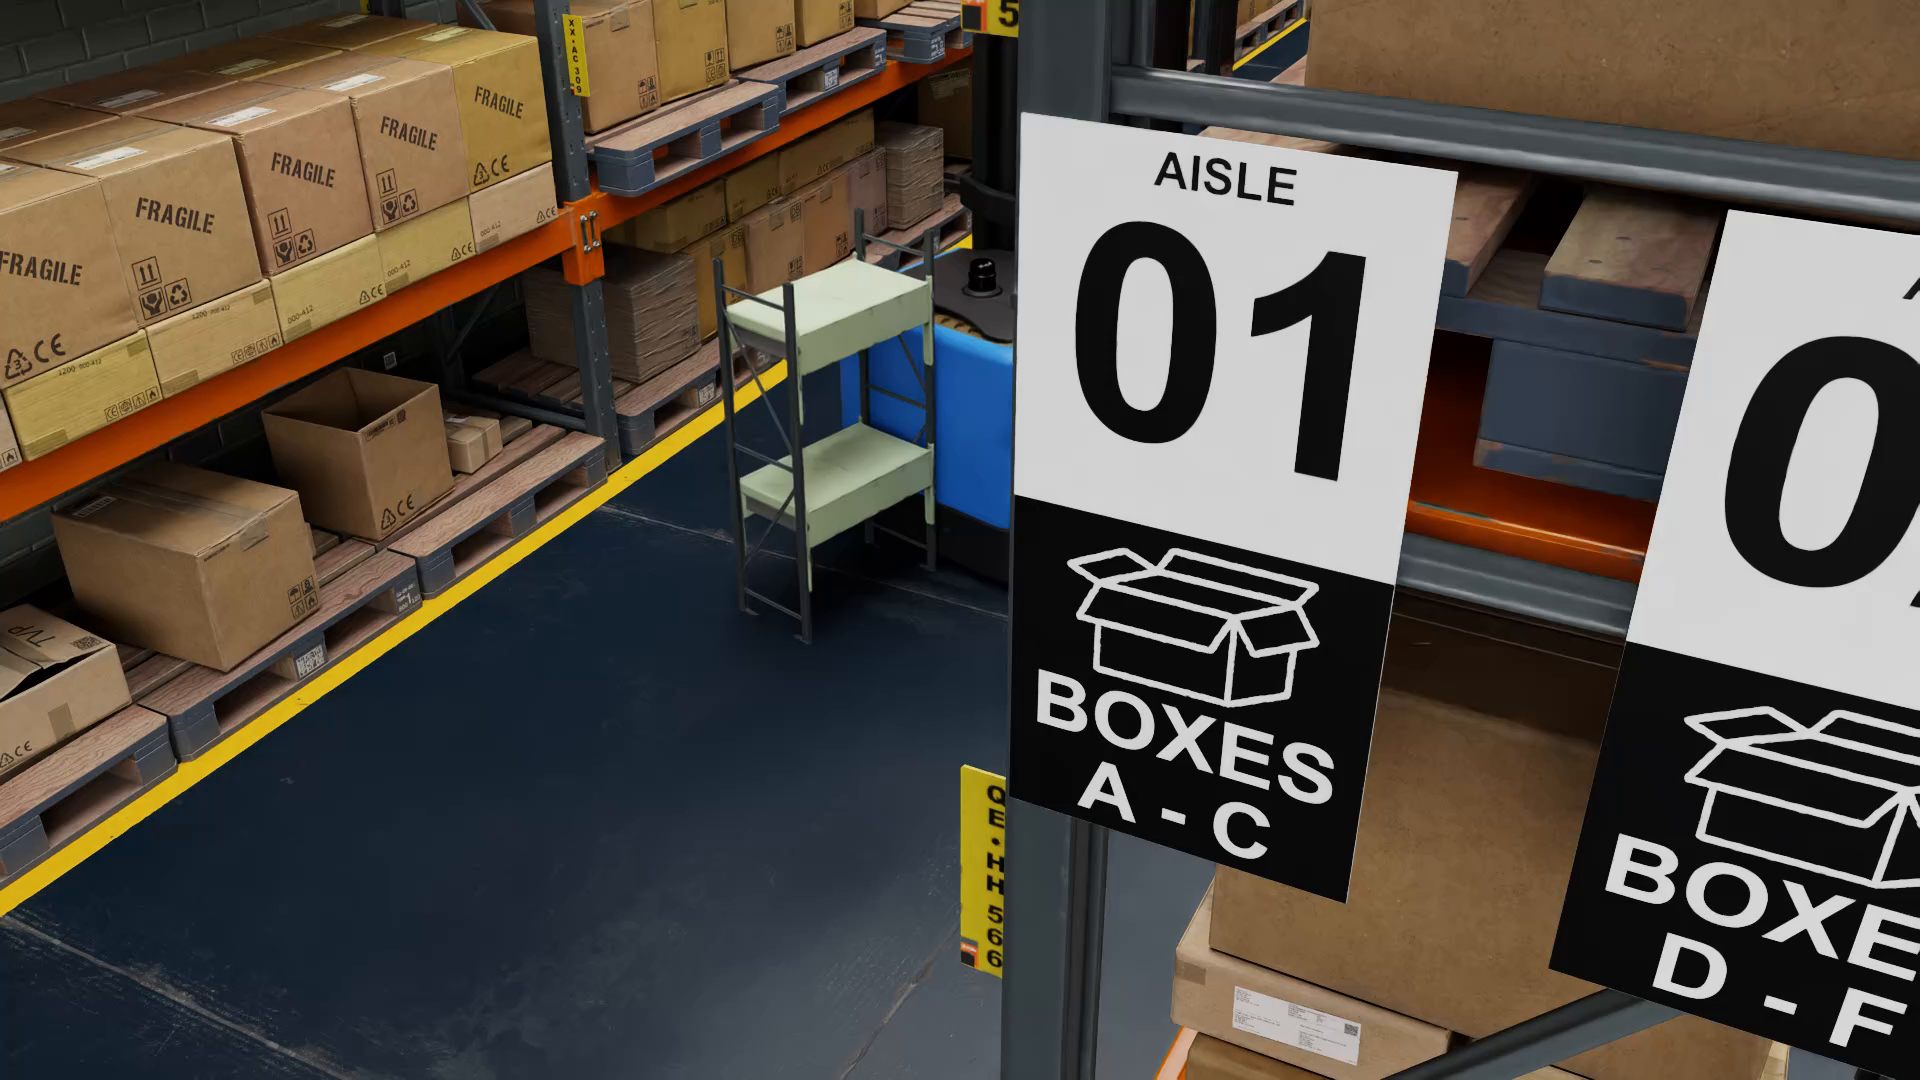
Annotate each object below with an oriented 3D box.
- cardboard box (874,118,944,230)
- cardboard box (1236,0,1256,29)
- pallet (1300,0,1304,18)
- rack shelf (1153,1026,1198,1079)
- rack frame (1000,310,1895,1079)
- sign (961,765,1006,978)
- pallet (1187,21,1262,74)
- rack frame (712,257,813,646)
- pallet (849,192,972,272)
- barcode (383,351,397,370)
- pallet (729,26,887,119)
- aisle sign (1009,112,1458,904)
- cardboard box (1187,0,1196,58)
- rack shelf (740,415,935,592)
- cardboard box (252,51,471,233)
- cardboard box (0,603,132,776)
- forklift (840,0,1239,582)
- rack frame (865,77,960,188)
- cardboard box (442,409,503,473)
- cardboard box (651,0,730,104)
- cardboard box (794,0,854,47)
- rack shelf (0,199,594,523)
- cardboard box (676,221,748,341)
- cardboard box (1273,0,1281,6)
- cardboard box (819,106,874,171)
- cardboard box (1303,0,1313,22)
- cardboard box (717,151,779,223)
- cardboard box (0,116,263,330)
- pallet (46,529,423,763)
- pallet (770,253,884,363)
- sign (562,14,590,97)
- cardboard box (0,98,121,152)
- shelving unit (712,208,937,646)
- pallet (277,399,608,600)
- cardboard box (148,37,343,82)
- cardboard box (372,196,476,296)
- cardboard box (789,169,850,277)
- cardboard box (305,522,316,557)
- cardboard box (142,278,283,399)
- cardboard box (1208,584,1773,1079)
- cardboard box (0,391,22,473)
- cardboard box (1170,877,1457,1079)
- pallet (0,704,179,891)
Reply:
[{"bbox_3d":[-0.525,-2.283,10.282,0.700,0.500,0.500,15,33,24],"label":"cardboard box"},{"bbox_3d":[2.242,-4.909,14.875,0.700,0.500,0.500,14,33,23],"label":"cardboard box"},{"bbox_3d":[3.106,-5.472,16.568,1.003,0.211,1.213,14,33,23],"label":"pallet"},{"bbox_3d":[1.434,0.587,3.939,1.077,0.370,4.000,14,33,23],"label":"rack shelf"},{"bbox_3d":[0.523,1.161,2.216,1.000,3.000,0.127,14,33,23],"label":"rack frame"},{"bbox_3d":[0.047,0.427,2.093,0.100,0.325,0.005,14,33,23],"label":"sign"},{"bbox_3d":[1.994,-4.391,14.684,1.003,0.211,1.213,14,33,23],"label":"pallet"},{"bbox_3d":[-0.737,-0.305,6.275,0.400,1.500,0.023,23,37,35],"label":"rack frame"},{"bbox_3d":[-0.601,-1.952,10.437,1.003,0.211,1.213,14,33,23],"label":"pallet"},{"bbox_3d":[-2.526,-0.795,7.369,0.001,0.075,0.075,14,33,23],"label":"barcode"},{"bbox_3d":[-1.109,-2.537,8.849,1.003,0.211,1.213,14,33,23],"label":"pallet"},{"bbox_3d":[0.232,-0.004,1.633,0.394,0.787,0.004,14,33,23],"label":"aisle sign"},{"bbox_3d":[1.398,-4.213,13.311,0.750,0.750,0.750,15,33,24],"label":"cardboard box"},{"bbox_3d":[-0.497,-0.159,6.676,0.431,0.370,0.720,23,37,35],"label":"rack shelf"},{"bbox_3d":[-2.228,-1.501,6.228,0.500,0.500,0.500,14,33,23],"label":"cardboard box"},{"bbox_3d":[-3.233,0.475,5.668,0.500,0.311,0.500,17,34,27],"label":"cardboard box"},{"bbox_3d":[0.824,-1.753,7.359,1.130,2.935,3.031,23,37,35],"label":"forklift"},{"bbox_3d":[-0.244,-3.507,10.345,1.000,3.000,0.127,14,33,23],"label":"rack frame"},{"bbox_3d":[-2.283,-0.452,7.429,0.380,0.166,0.250,10,31,17],"label":"cardboard box"},{"bbox_3d":[-1.543,-2.432,7.931,0.700,0.500,0.500,18,34,28],"label":"cardboard box"},{"bbox_3d":[-0.997,-2.973,8.874,0.700,0.500,0.500,14,33,23],"label":"cardboard box"},{"bbox_3d":[-2.977,-0.535,5.893,1.077,0.370,4.000,14,33,23],"label":"rack shelf"},{"bbox_3d":[-1.555,-1.411,8.764,0.700,0.500,0.500,14,33,22],"label":"cardboard box"},{"bbox_3d":[2.714,-5.374,15.684,0.700,0.500,0.500,13,32,22],"label":"cardboard box"},{"bbox_3d":[-0.841,-2.370,9.680,0.500,0.250,0.500,15,33,24],"label":"cardboard box"},{"bbox_3d":[0.813,-0.888,2.360,0.500,0.250,0.500,14,33,23],"label":"cardboard box"},{"bbox_3d":[-1.314,-1.924,8.903,0.500,0.250,0.500,13,32,22],"label":"cardboard box"},{"bbox_3d":[-2.704,-1.049,5.442,0.500,0.500,0.500,15,33,25],"label":"cardboard box"},{"bbox_3d":[-2.895,0.324,6.474,1.003,0.211,1.213,14,33,23],"label":"pallet"},{"bbox_3d":[-1.158,-1.413,9.499,1.003,0.211,1.213,14,33,23],"label":"pallet"},{"bbox_3d":[-1.580,-1.990,6.833,0.100,0.325,0.005,14,33,23],"label":"sign"},{"bbox_3d":[-3.164,-1.161,5.637,0.500,0.500,0.500,15,33,24],"label":"cardboard box"},{"bbox_3d":[-0.497,-0.442,6.514,0.431,1.500,0.755,23,37,35],"label":"shelving unit"},{"bbox_3d":[-2.341,-0.219,7.419,1.003,0.211,1.213,14,33,23],"label":"pallet"},{"bbox_3d":[-2.705,-1.613,6.425,0.500,0.500,0.500,14,33,23],"label":"cardboard box"},{"bbox_3d":[-2.246,-1.180,6.423,0.500,0.250,0.500,14,33,23],"label":"cardboard box"},{"bbox_3d":[-1.065,-1.854,9.535,0.700,0.500,0.500,14,33,23],"label":"cardboard box"},{"bbox_3d":[-2.813,0.016,6.631,0.380,0.149,0.250,12,32,19],"label":"cardboard box"},{"bbox_3d":[-2.690,-0.730,5.640,0.500,0.250,0.500,15,33,24],"label":"cardboard box"},{"bbox_3d":[0.771,0.328,2.264,0.700,0.500,0.500,14,33,23],"label":"cardboard box"},{"bbox_3d":[-3.160,-0.282,4.860,0.500,0.250,0.500,13,32,22],"label":"cardboard box"},{"bbox_3d":[0.528,0.624,2.399,0.380,0.149,0.250,14,33,22],"label":"cardboard box"},{"bbox_3d":[-3.452,0.863,5.536,1.003,0.211,1.213,14,33,23],"label":"pallet"}]
